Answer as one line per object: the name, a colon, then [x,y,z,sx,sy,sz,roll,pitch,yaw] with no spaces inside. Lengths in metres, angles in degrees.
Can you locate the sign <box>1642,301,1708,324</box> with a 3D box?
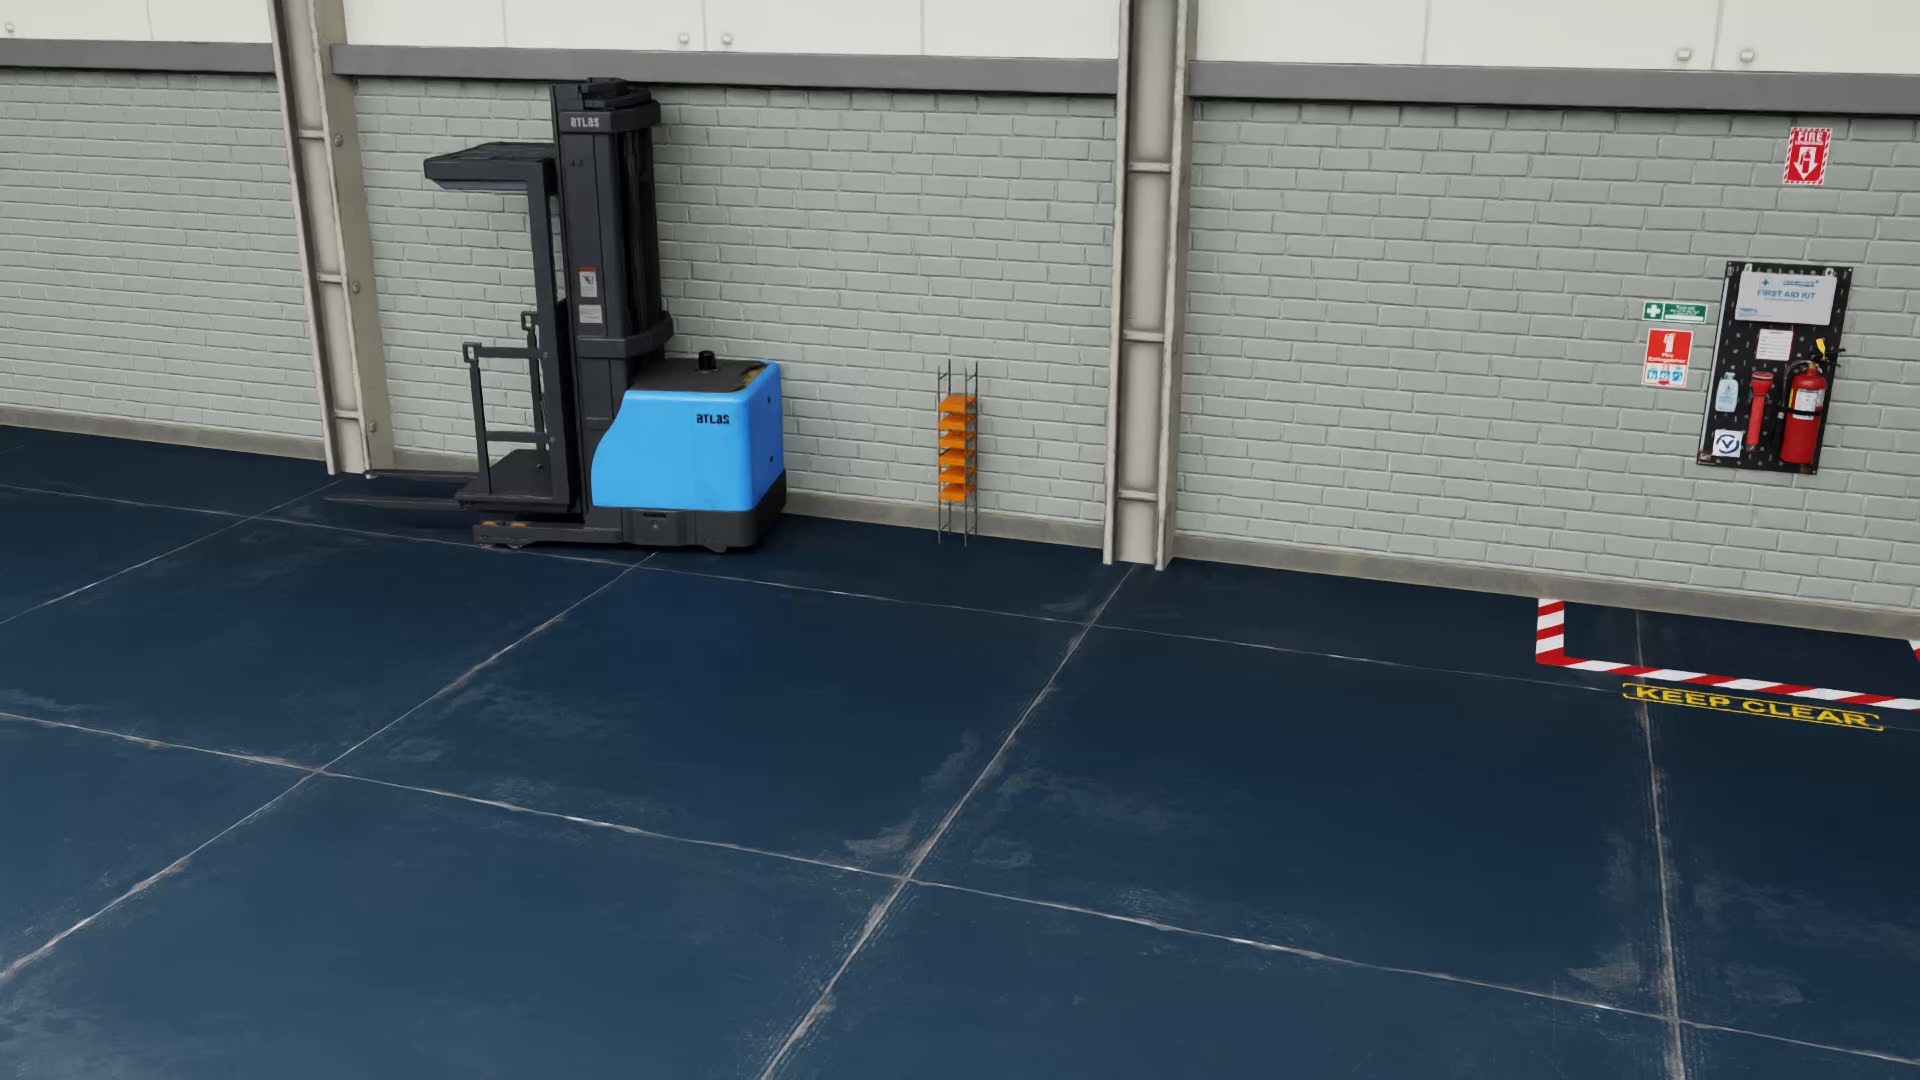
sign: [4.010,-1.278,9.327,0.331,0.109,0.001,7,20,18]

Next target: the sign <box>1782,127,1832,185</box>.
sign: [4.522,-2.049,8.876,0.199,0.298,0.001,7,20,18]

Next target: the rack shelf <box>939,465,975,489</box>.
rack shelf: [-0.014,-0.410,10.929,0.180,0.103,0.258,6,20,17]

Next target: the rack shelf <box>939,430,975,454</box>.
rack shelf: [-0.014,-0.636,10.850,0.180,0.103,0.258,6,20,17]

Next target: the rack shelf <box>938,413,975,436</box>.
rack shelf: [-0.014,-0.750,10.810,0.180,0.103,0.258,6,20,17]

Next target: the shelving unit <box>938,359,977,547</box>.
shelving unit: [-0.014,-0.565,10.874,0.189,1.200,0.258,6,20,17]

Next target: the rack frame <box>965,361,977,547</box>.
rack frame: [0.073,-0.556,10.847,0.006,1.200,0.240,6,20,17]

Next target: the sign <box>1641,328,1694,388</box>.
sign: [4.008,-1.031,9.424,0.234,0.329,0.001,7,20,18]

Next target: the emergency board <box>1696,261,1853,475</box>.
emergency board: [4.497,-0.923,9.166,0.643,1.169,0.194,7,20,18]

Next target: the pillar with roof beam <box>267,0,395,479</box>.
pillar with roof beam: [-5.930,-3.435,7.258,0.400,9.000,9.100,7,20,18]

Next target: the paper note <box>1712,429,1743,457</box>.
paper note: [4.352,-0.547,9.428,0.142,0.148,0.016,7,20,18]

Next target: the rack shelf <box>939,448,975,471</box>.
rack shelf: [-0.014,-0.523,10.889,0.180,0.103,0.258,6,20,17]

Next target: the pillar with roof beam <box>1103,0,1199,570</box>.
pillar with roof beam: [-0.262,-2.786,5.399,0.400,9.000,9.100,7,20,18]

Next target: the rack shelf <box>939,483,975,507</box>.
rack shelf: [-0.014,-0.297,10.968,0.180,0.103,0.258,6,20,17]

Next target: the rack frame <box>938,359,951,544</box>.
rack frame: [-0.101,-0.575,10.902,0.006,1.200,0.240,6,20,17]

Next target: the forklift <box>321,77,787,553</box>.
forklift: [-2.764,-1.499,10.923,3.031,2.935,1.130,2,19,7]

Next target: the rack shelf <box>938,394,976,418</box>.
rack shelf: [-0.014,-0.863,10.771,0.180,0.103,0.258,6,20,17]
